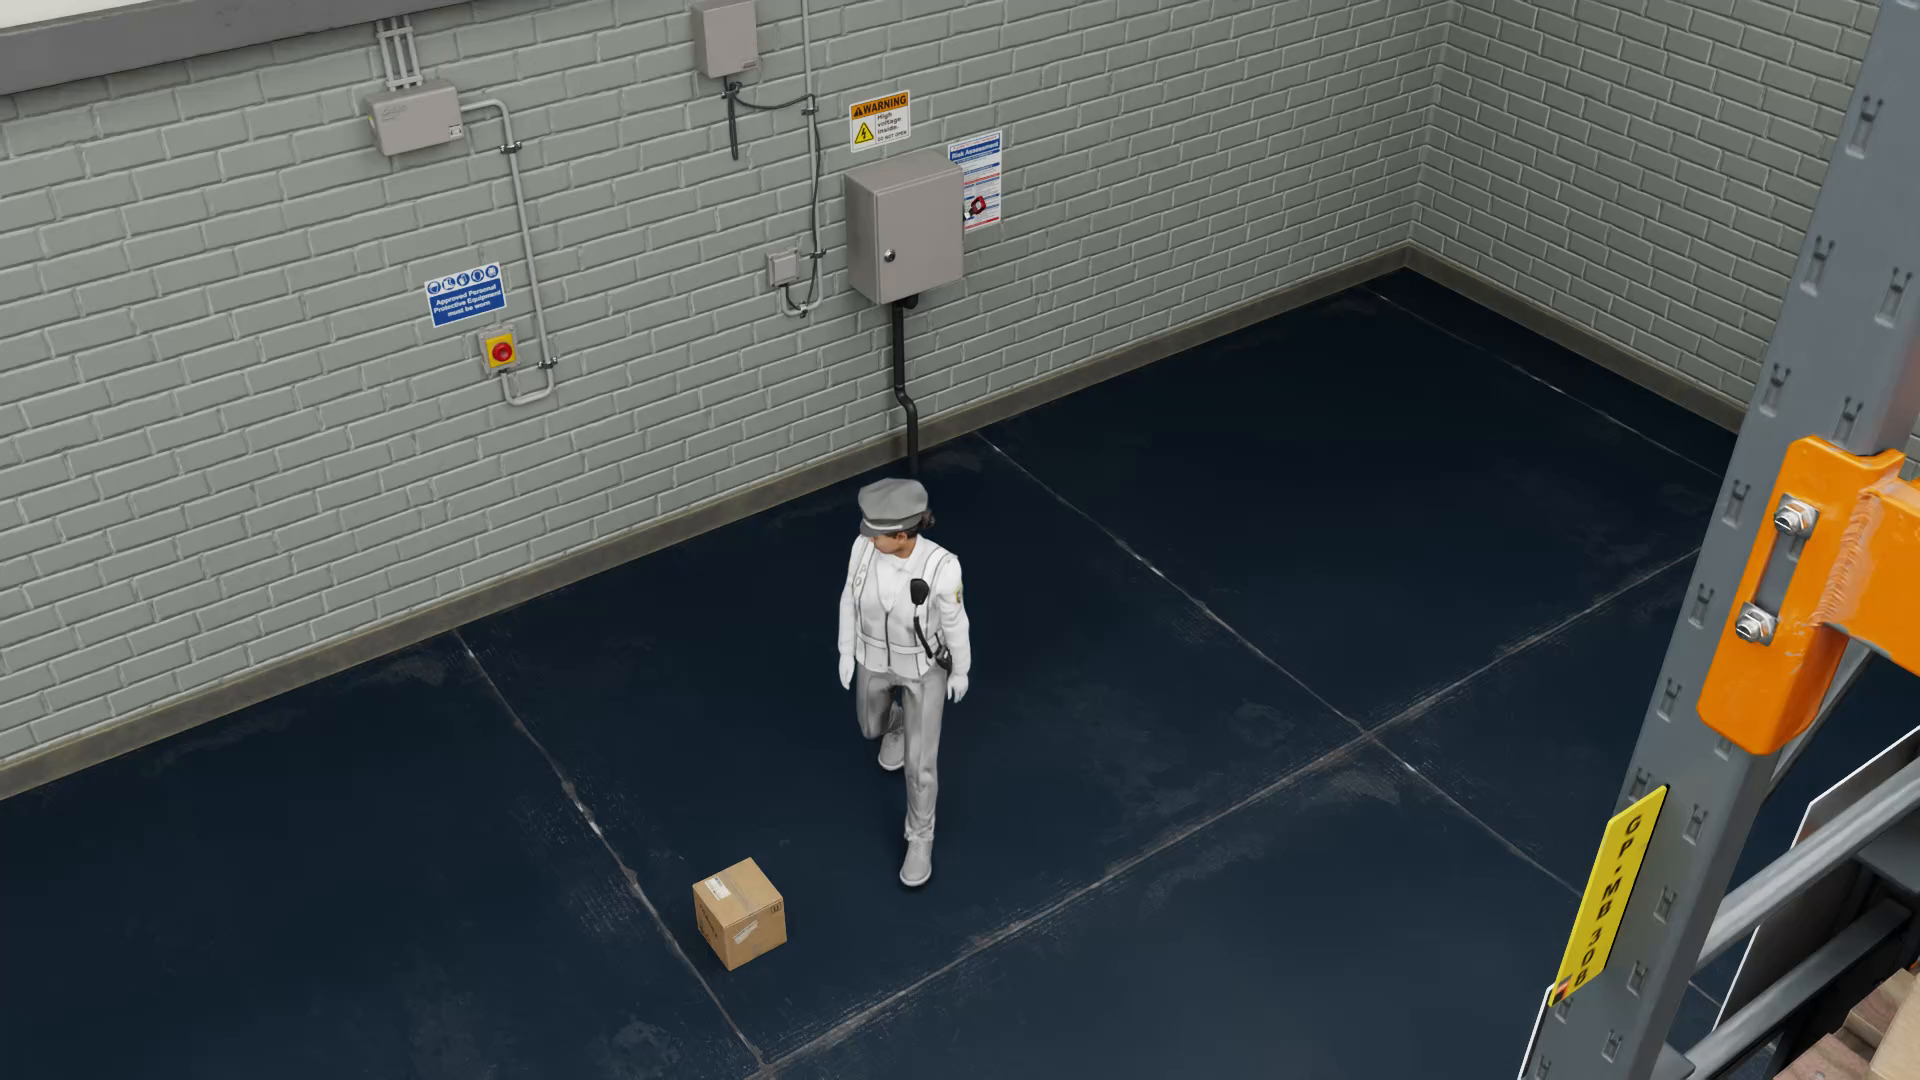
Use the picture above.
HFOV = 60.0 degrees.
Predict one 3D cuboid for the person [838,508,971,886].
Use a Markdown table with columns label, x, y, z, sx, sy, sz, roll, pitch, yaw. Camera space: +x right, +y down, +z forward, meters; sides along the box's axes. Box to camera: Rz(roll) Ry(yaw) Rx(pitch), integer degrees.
| label | x | y | z | sx | sy | sz | roll | pitch | yaw |
| --- | --- | --- | --- | --- | --- | --- | --- | --- | --- |
| person | -0.217 | 0.465 | 6.365 | 0.514 | 1.626 | 0.798 | 11 | 38 | 15 |
